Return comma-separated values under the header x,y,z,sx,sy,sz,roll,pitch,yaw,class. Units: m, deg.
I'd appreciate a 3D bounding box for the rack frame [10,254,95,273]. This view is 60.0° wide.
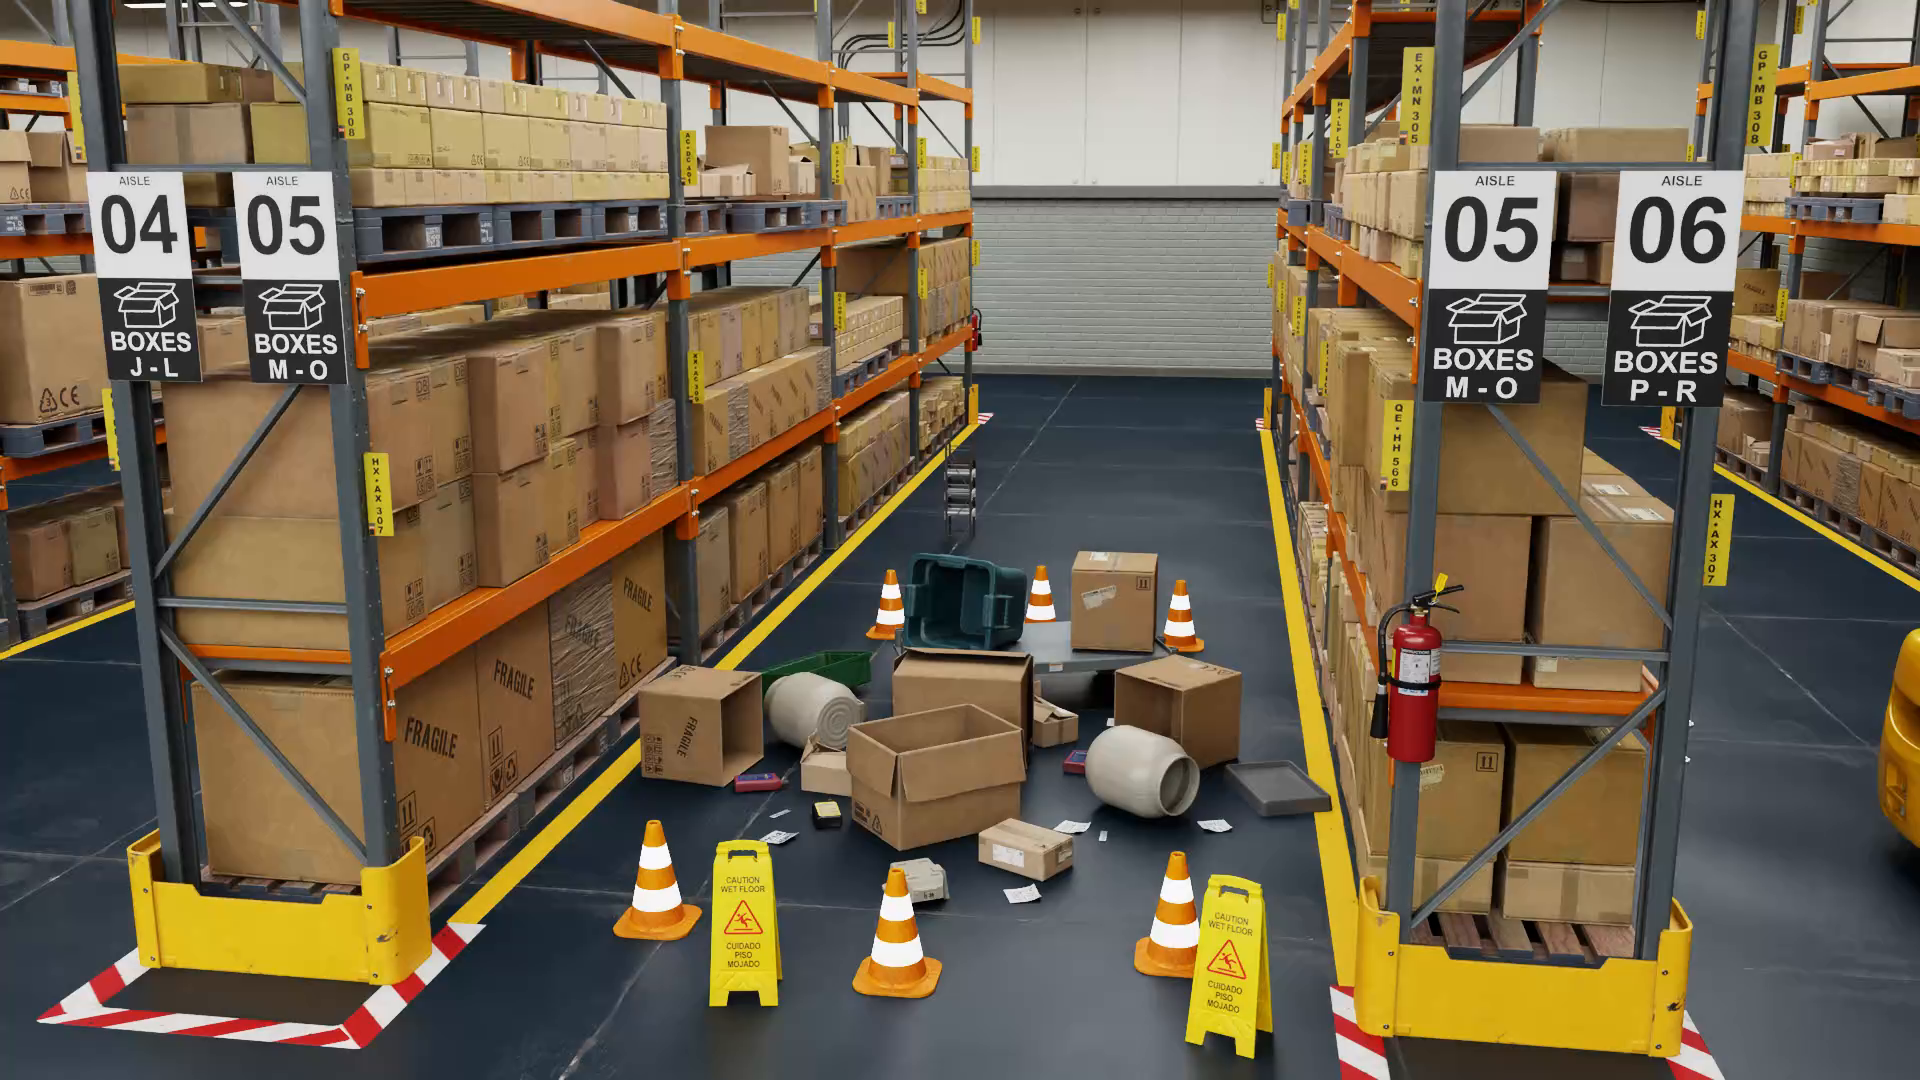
x,y,z,sx,sy,sz,roll,pitch,yaw,class
-10.735,-2.574,19.816,1.000,3.000,0.127,2,12,9,rack frame

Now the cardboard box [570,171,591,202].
x,y,z,sx,sy,sz,roll,pitch,yaw,class
-2.120,-1.812,8.526,0.380,0.149,0.250,2,12,8,cardboard box

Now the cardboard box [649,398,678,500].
x,y,z,sx,sy,sz,roll,pitch,yaw,class
-2.231,-0.562,10.127,0.875,0.550,0.550,2,12,9,cardboard box

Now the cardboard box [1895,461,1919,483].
x,y,z,sx,sy,sz,roll,pitch,yaw,class
8.078,-0.569,13.909,0.380,0.149,0.250,1,12,6,cardboard box

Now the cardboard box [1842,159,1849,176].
x,y,z,sx,sy,sz,roll,pitch,yaw,class
8.330,-3.408,15.225,0.380,0.149,0.250,2,12,9,cardboard box

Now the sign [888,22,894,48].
x,y,z,sx,sy,sz,roll,pitch,yaw,class
-0.877,-6.510,21.435,0.100,0.325,0.005,2,12,9,sign

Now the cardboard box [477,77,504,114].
x,y,z,sx,sy,sz,roll,pitch,yaw,class
-2.278,-1.992,7.465,0.380,0.149,0.250,2,12,8,cardboard box

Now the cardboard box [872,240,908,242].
x,y,z,sx,sy,sz,roll,pitch,yaw,class
-0.845,-3.450,20.563,0.500,0.500,0.500,2,12,7,cardboard box

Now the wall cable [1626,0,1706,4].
x,y,z,sx,sy,sz,roll,pitch,yaw,class
11.604,-9.550,24.744,2.988,3.039,0.133,2,12,9,wall cable

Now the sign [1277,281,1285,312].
x,y,z,sx,sy,sz,roll,pitch,yaw,class
3.402,-2.572,17.564,0.100,0.325,0.005,2,12,9,sign

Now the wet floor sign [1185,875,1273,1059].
x,y,z,sx,sy,sz,roll,pitch,yaw,class
1.019,1.562,6.216,0.267,0.644,0.232,7,14,28,wet floor sign

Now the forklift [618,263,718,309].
x,y,z,sx,sy,sz,roll,pitch,yaw,class
-2.916,-1.822,16.492,1.130,2.935,3.031,2,12,8,forklift

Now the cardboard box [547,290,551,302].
x,y,z,sx,sy,sz,roll,pitch,yaw,class
-5.356,-3.154,20.379,0.500,0.500,0.500,1,12,7,cardboard box

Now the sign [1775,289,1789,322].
x,y,z,sx,sy,sz,roll,pitch,yaw,class
8.319,-2.371,16.822,0.100,0.325,0.005,2,12,9,sign

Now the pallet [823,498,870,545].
x,y,z,sx,sy,sz,roll,pitch,yaw,class
-1.449,-0.198,15.413,1.003,0.211,1.213,2,12,9,pallet

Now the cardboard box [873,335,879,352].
x,y,z,sx,sy,sz,roll,pitch,yaw,class
-1.018,-1.954,16.538,0.380,0.149,0.250,2,12,11,cardboard box

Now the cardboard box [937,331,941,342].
x,y,z,sx,sy,sz,roll,pitch,yaw,class
-0.434,-2.433,19.758,0.380,0.149,0.250,2,12,11,cardboard box

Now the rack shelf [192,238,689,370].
x,y,z,sx,sy,sz,roll,pitch,yaw,class
-2.494,-1.265,8.329,1.077,0.370,4.000,2,12,9,rack shelf

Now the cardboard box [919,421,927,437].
x,y,z,sx,sy,sz,roll,pitch,yaw,class
-0.584,-1.254,18.755,0.380,0.149,0.250,2,12,11,cardboard box

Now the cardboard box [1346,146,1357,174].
x,y,z,sx,sy,sz,roll,pitch,yaw,class
2.350,-2.105,9.225,0.380,0.149,0.250,2,12,8,cardboard box

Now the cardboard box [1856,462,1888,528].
x,y,z,sx,sy,sz,roll,pitch,yaw,class
8.259,-0.391,14.623,0.500,0.500,0.500,2,12,11,cardboard box

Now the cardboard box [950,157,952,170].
x,y,z,sx,sy,sz,roll,pitch,yaw,class
-0.307,-4.607,20.353,0.380,0.149,0.250,2,12,7,cardboard box

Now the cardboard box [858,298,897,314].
x,y,z,sx,sy,sz,roll,pitch,yaw,class
-0.865,-2.459,17.471,0.380,0.149,0.250,2,12,7,cardboard box

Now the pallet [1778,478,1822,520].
x,y,z,sx,sy,sz,roll,pitch,yaw,class
8.768,-0.398,16.341,1.003,0.211,1.213,2,12,9,pallet

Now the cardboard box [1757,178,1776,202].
x,y,z,sx,sy,sz,roll,pitch,yaw,class
8.753,-3.688,17.514,0.500,0.250,0.500,1,12,7,cardboard box

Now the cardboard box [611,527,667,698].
x,y,z,sx,sy,sz,roll,pitch,yaw,class
-2.352,0.396,10.083,0.875,0.875,0.875,2,12,10,cardboard box

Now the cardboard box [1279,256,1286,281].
x,y,z,sx,sy,sz,roll,pitch,yaw,class
3.991,-3.053,19.428,0.500,0.500,0.500,2,12,9,cardboard box

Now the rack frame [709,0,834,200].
x,y,z,sx,sy,sz,roll,pitch,yaw,class
-1.571,-4.332,13.732,1.000,3.000,0.127,2,12,9,rack frame

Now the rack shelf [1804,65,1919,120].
x,y,z,sx,sy,sz,roll,pitch,yaw,class
8.549,-3.901,14.393,1.077,0.370,4.000,2,12,9,rack shelf

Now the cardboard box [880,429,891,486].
x,y,z,sx,sy,sz,roll,pitch,yaw,class
-0.983,-0.839,16.704,0.500,0.500,0.500,2,12,7,cardboard box

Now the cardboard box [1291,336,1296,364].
x,y,z,sx,sy,sz,roll,pitch,yaw,class
3.293,-1.754,15.180,0.500,0.250,0.500,2,12,7,cardboard box

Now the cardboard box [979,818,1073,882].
x,y,z,sx,sy,sz,roll,pitch,yaw,class
0.311,1.461,7.860,0.380,0.149,0.250,10,15,38,cardboard box

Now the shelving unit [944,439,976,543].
x,y,z,sx,sy,sz,roll,pitch,yaw,class
0.001,-0.442,14.906,0.258,0.900,0.210,2,12,9,shelving unit

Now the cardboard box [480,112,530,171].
x,y,z,sx,sy,sz,roll,pitch,yaw,class
-2.320,-1.829,7.656,0.500,0.250,0.500,2,12,8,cardboard box

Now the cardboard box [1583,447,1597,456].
x,y,z,sx,sy,sz,roll,pitch,yaw,class
2.676,-0.198,7.850,0.500,0.500,0.500,2,12,7,cardboard box

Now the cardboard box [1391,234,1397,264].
x,y,z,sx,sy,sz,roll,pitch,yaw,class
2.109,-1.287,7.320,0.380,0.149,0.250,2,12,7,cardboard box

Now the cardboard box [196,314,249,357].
x,y,z,sx,sy,sz,roll,pitch,yaw,class
-6.500,-1.721,14.625,0.500,0.500,0.500,0,12,2,cardboard box

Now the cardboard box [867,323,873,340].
x,y,z,sx,sy,sz,roll,pitch,yaw,class
-1.064,-2.045,16.257,0.380,0.149,0.250,2,12,11,cardboard box

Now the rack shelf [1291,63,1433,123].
x,y,z,sx,sy,sz,roll,pitch,yaw,class
3.643,-4.061,15.135,1.077,0.370,4.000,2,12,9,rack shelf

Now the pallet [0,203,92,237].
x,y,z,sx,sy,sz,roll,pitch,yaw,class
-6.871,-2.248,11.628,1.213,0.211,1.003,2,12,9,pallet

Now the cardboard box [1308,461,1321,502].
x,y,z,sx,sy,sz,roll,pitch,yaw,class
3.524,-0.567,14.552,0.875,0.875,0.875,2,12,8,cardboard box

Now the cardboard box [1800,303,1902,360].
x,y,z,sx,sy,sz,roll,pitch,yaw,class
8.481,-1.985,15.850,0.700,0.500,0.500,2,12,9,cardboard box

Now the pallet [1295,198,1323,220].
x,y,z,sx,sy,sz,roll,pitch,yaw,class
3.551,-3.002,15.132,1.003,0.211,1.213,2,12,11,pallet

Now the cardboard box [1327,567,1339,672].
x,y,z,sx,sy,sz,roll,pitch,yaw,class
2.363,0.459,9.491,0.500,0.500,0.500,2,12,11,cardboard box

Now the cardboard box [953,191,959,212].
x,y,z,sx,sy,sz,roll,pitch,yaw,class
-0.310,-4.145,20.341,0.500,0.250,0.500,2,12,11,cardboard box

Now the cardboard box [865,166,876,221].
x,y,z,sx,sy,sz,roll,pitch,yaw,class
-1.078,-3.233,15.517,0.500,0.500,0.500,2,12,9,cardboard box

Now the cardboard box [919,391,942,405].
x,y,z,sx,sy,sz,roll,pitch,yaw,class
-0.432,-1.723,20.229,0.380,0.149,0.250,2,12,9,cardboard box

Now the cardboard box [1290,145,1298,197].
x,y,z,sx,sy,sz,roll,pitch,yaw,class
3.529,-3.639,16.403,0.500,0.500,0.500,2,12,8,cardboard box

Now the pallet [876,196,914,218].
x,y,z,sx,sy,sz,roll,pitch,yaw,class
-1.156,-3.481,17.351,1.213,0.211,1.003,2,12,9,pallet

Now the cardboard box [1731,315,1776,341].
x,y,z,sx,sy,sz,roll,pitch,yaw,class
8.846,-2.326,18.318,0.500,0.250,0.500,2,12,8,cardboard box

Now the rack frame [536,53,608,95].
x,y,z,sx,sy,sz,roll,pitch,yaw,class
-5.226,-6.179,22.303,1.000,3.000,0.127,2,12,9,rack frame

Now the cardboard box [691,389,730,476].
x,y,z,sx,sy,sz,roll,pitch,yaw,class
-1.839,-0.716,10.958,0.500,0.500,0.500,2,12,9,cardboard box

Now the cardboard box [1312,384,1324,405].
x,y,z,sx,sy,sz,roll,pitch,yaw,class
2.875,-1.111,12.626,0.380,0.149,0.250,2,12,9,cardboard box

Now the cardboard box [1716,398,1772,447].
x,y,z,sx,sy,sz,roll,pitch,yaw,class
8.934,-1.340,19.030,0.500,0.500,0.500,2,12,10,cardboard box

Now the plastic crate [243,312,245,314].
x,y,z,sx,sy,sz,roll,pitch,yaw,class
-9.987,-3.377,23.318,0.616,0.435,0.499,2,12,9,plastic crate
